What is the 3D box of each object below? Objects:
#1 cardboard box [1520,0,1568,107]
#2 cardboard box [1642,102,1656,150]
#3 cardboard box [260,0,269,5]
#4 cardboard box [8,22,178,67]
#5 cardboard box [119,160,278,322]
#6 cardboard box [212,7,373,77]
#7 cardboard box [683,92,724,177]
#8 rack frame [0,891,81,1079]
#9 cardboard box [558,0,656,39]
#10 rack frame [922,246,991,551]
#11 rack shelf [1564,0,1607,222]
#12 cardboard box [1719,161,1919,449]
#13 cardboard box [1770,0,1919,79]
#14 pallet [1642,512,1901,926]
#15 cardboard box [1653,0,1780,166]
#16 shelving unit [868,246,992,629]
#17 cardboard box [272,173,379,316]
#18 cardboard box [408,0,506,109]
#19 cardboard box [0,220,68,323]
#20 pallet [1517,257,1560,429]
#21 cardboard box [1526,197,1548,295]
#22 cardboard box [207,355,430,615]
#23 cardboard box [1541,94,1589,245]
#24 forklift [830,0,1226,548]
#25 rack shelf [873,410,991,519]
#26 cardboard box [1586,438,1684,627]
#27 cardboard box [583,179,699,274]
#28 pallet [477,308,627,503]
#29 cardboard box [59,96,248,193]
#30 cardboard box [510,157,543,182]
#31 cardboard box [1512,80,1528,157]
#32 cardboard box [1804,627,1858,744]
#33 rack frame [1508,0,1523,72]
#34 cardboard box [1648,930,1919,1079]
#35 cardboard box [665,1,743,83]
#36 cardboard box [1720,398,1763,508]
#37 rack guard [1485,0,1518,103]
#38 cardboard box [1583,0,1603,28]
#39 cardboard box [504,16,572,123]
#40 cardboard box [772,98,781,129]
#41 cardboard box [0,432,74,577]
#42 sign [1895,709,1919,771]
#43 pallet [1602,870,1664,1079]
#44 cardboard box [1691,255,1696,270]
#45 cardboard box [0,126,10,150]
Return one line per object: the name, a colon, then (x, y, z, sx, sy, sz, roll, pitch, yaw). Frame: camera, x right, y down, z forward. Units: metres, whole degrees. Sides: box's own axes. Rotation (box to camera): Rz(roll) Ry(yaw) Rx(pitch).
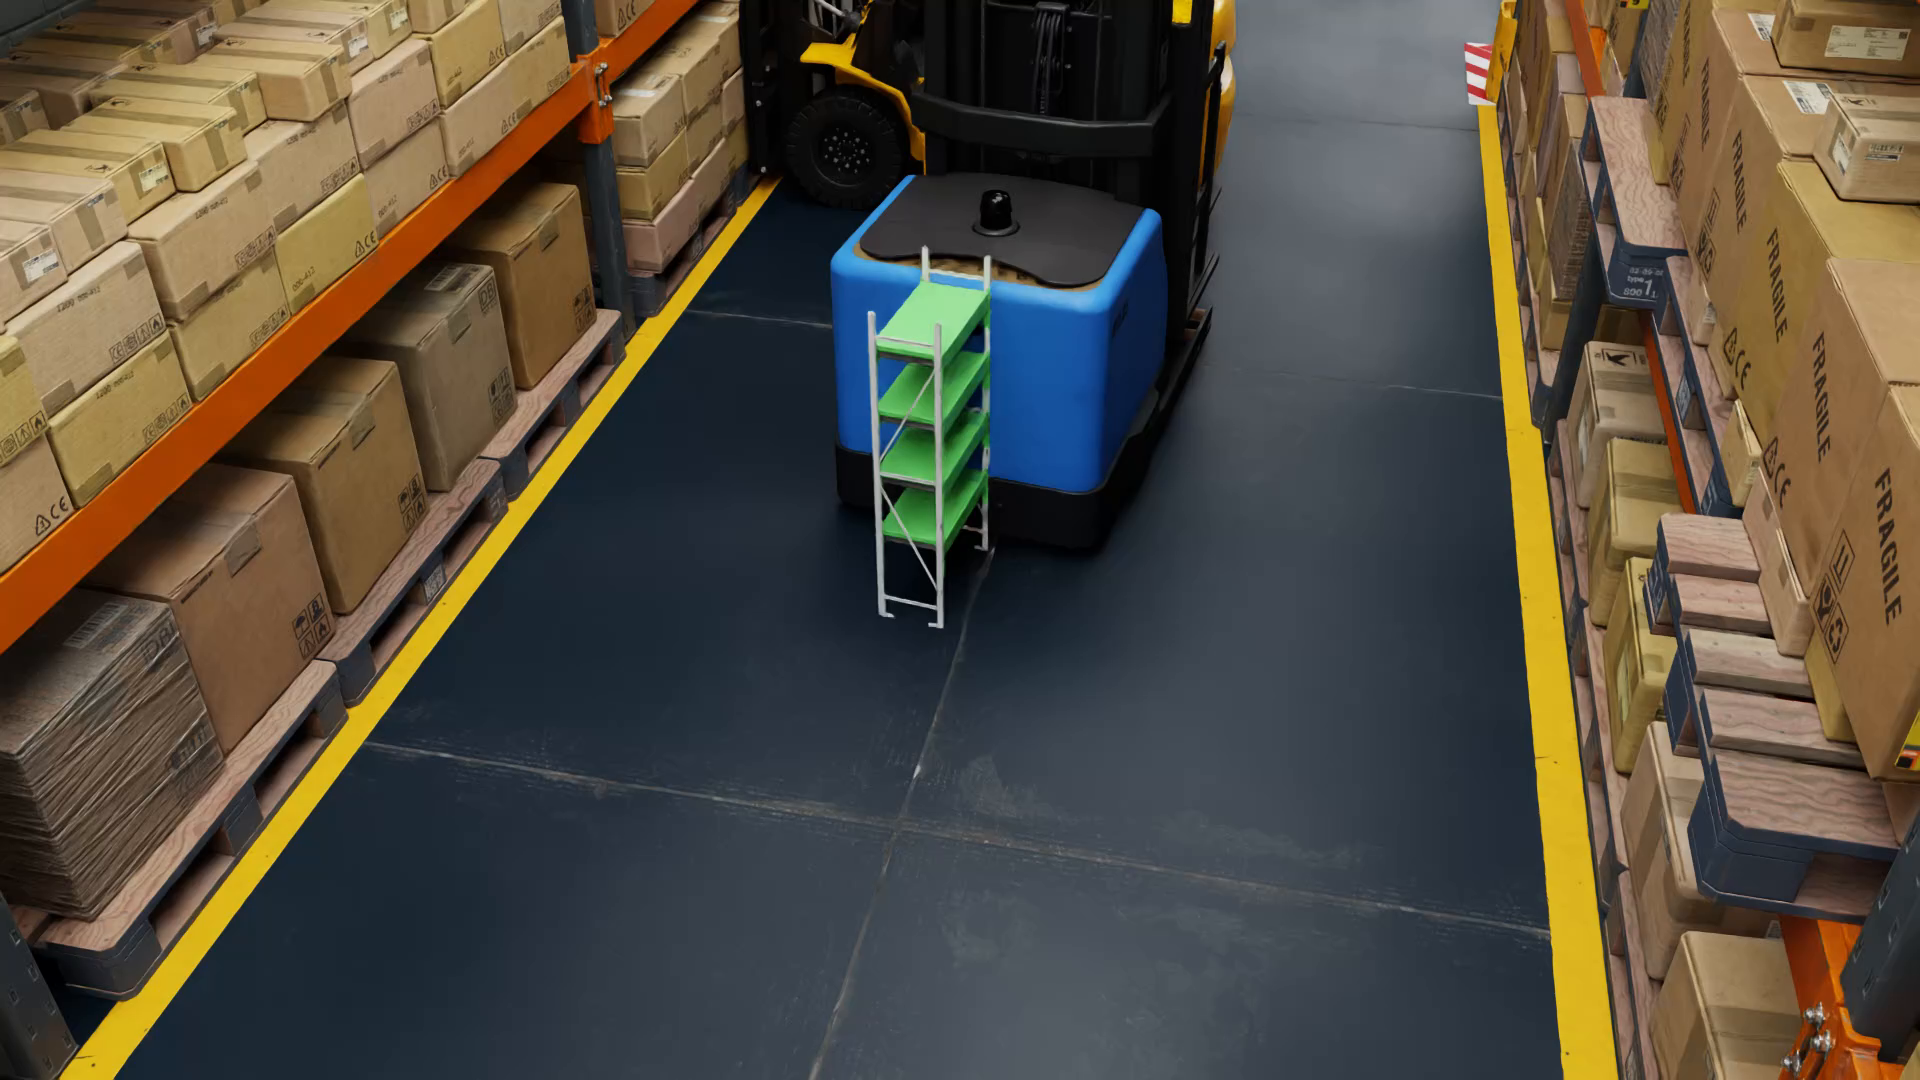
cardboard box: (3.179, -2.481, 8.464, 0.500, 0.500, 0.500, 6, 36, 8)
cardboard box: (2.453, -1.361, 5.427, 0.380, 0.149, 0.250, 8, 37, 11)
cardboard box: (-2.452, -1.879, 5.648, 0.380, 0.149, 0.250, 7, 37, 10)
cardboard box: (-2.626, -1.450, 5.057, 0.380, 0.149, 0.250, 8, 37, 10)
cardboard box: (-2.254, -0.847, 4.564, 0.500, 0.250, 0.500, 6, 36, 9)
cardboard box: (-2.071, -1.533, 5.171, 0.380, 0.149, 0.250, 8, 37, 10)
cardboard box: (-1.460, -1.976, 7.980, 0.500, 0.250, 0.500, 7, 37, 10)
rack frame: (-2.825, 0.104, 3.551, 1.000, 3.000, 0.127, 7, 37, 10)
cardboard box: (-1.621, -2.452, 6.992, 0.500, 0.500, 0.500, 6, 36, 9)
rack frame: (-0.011, -0.471, 5.877, 0.240, 1.200, 0.015, 11, 37, 15)
rack shelf: (3.307, -2.425, 7.653, 1.077, 0.370, 4.000, 7, 37, 10)
cardboard box: (2.057, -0.490, 3.674, 0.500, 0.500, 0.500, 5, 36, 7)
cardboard box: (2.302, -1.302, 4.241, 0.380, 0.149, 0.250, 9, 37, 13)
pallet: (2.073, 0.379, 3.334, 1.213, 0.211, 1.003, 7, 37, 10)
cardboard box: (2.393, -1.380, 4.902, 0.500, 0.500, 0.500, 7, 37, 10)
shelving unit: (-0.091, -0.336, 5.690, 0.258, 1.200, 0.503, 11, 37, 15)
cardboard box: (-2.164, -0.940, 5.119, 0.500, 0.250, 0.500, 8, 37, 11)
cardboard box: (-1.929, -1.722, 5.772, 0.500, 0.250, 0.500, 6, 36, 9)
cardboard box: (-2.384, -0.649, 3.952, 0.380, 0.149, 0.250, 8, 37, 11)
pallet: (2.988, -0.830, 7.215, 1.003, 0.211, 1.213, 7, 37, 10)
cardboard box: (2.847, -1.305, 7.480, 0.500, 0.250, 0.500, 6, 36, 9)
cardboard box: (-2.403, -0.222, 5.666, 0.875, 0.625, 0.625, 6, 36, 8)
cardboard box: (2.850, -1.595, 7.240, 0.500, 0.500, 0.500, 8, 37, 11)
forklift: (0.491, -2.020, 6.540, 1.130, 2.935, 3.031, 11, 37, 15)
rack shelf: (-0.091, -0.284, 5.728, 0.258, 0.148, 0.480, 11, 37, 15)
cardboard box: (2.620, 0.038, 5.523, 0.950, 0.372, 0.625, 10, 37, 13)
cardboard box: (-1.544, -1.482, 7.724, 0.500, 0.250, 0.500, 8, 37, 10)
pallet: (-2.090, -0.633, 6.944, 1.003, 0.211, 1.213, 7, 37, 10)
cardboard box: (-2.204, -1.087, 4.555, 0.380, 0.149, 0.250, 8, 37, 11)
cardboard box: (-2.067, -1.754, 7.673, 0.500, 0.250, 0.500, 7, 36, 9)
cardboard box: (3.175, -2.200, 8.715, 0.500, 0.250, 0.500, 9, 37, 12)
cardboard box: (1.852, 0.275, 3.171, 0.380, 0.149, 0.250, 8, 37, 11)
rack frame: (3.734, -3.863, 9.024, 1.000, 3.000, 0.127, 7, 37, 10)
cardboard box: (2.155, 1.295, 3.789, 0.950, 0.372, 0.625, 5, 36, 7)
cardboard box: (-1.347, -2.468, 8.232, 0.500, 0.250, 0.500, 9, 37, 12)
cardboard box: (1.968, -0.178, 3.795, 0.380, 0.149, 0.250, 8, 37, 11)
rack guard: (3.717, -2.807, 9.697, 1.175, 0.500, 0.348, 7, 37, 10)
cardboard box: (2.864, -2.273, 7.045, 0.380, 0.149, 0.250, 7, 36, 9)
cardboard box: (-1.823, -1.807, 6.315, 0.500, 0.250, 0.500, 8, 37, 11)
cardboard box: (-1.228, -2.360, 8.936, 0.500, 0.250, 0.500, 8, 37, 11)
cardboard box: (-2.491, -0.059, 3.904, 0.500, 0.250, 0.500, 7, 37, 10)
sign: (1.493, 0.224, 2.465, 0.100, 0.325, 0.005, 7, 37, 10)
pallet: (2.193, 1.405, 4.132, 1.003, 0.211, 1.213, 7, 37, 10)
cardboard box: (2.254, -0.763, 4.603, 0.380, 0.149, 0.250, 8, 37, 10)
cardboard box: (-2.775, -1.006, 4.444, 0.380, 0.149, 0.250, 7, 37, 10)
